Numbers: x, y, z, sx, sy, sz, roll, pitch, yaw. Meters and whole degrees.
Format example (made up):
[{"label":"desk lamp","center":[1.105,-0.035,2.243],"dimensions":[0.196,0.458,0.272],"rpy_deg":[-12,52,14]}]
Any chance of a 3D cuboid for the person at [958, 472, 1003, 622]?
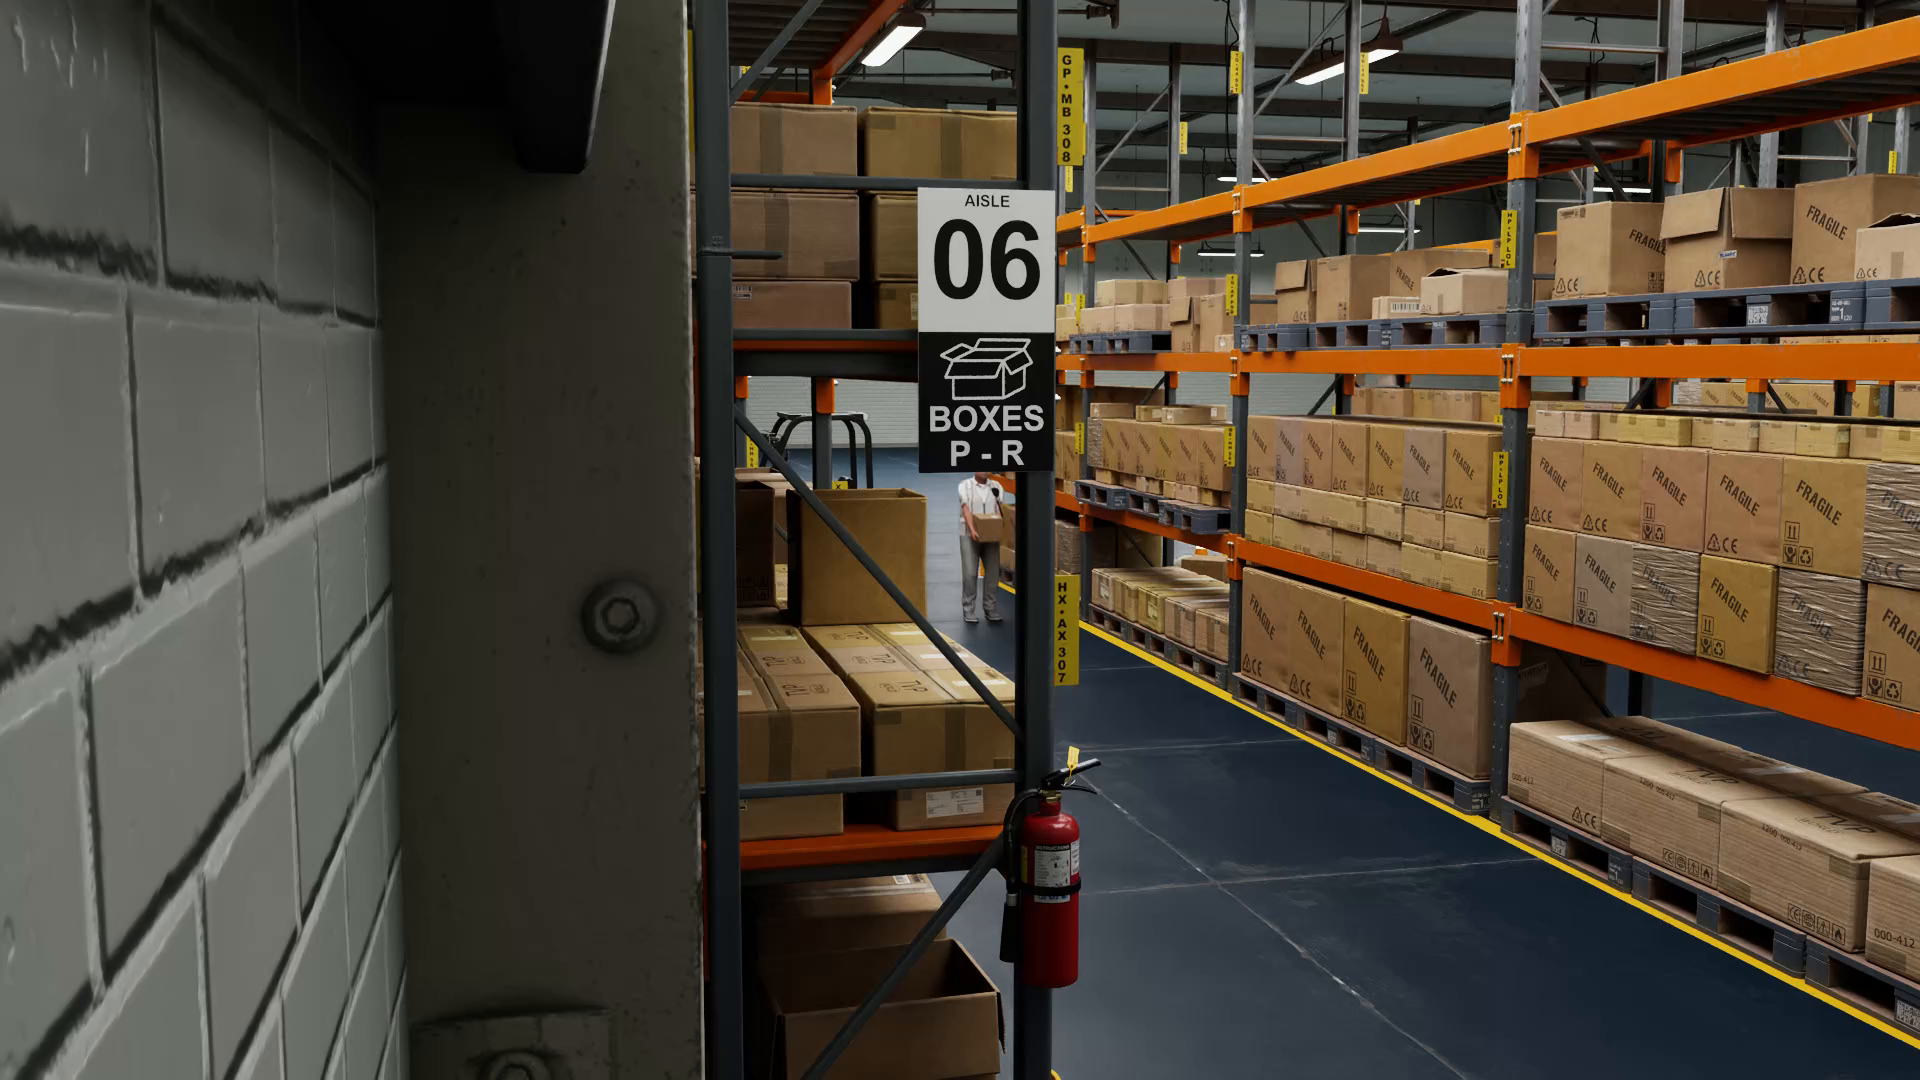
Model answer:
[{"label":"person","center":[0.249,-0.026,17.562],"dimensions":[0.490,1.771,0.566],"rpy_deg":[-2,6,-17]}]
